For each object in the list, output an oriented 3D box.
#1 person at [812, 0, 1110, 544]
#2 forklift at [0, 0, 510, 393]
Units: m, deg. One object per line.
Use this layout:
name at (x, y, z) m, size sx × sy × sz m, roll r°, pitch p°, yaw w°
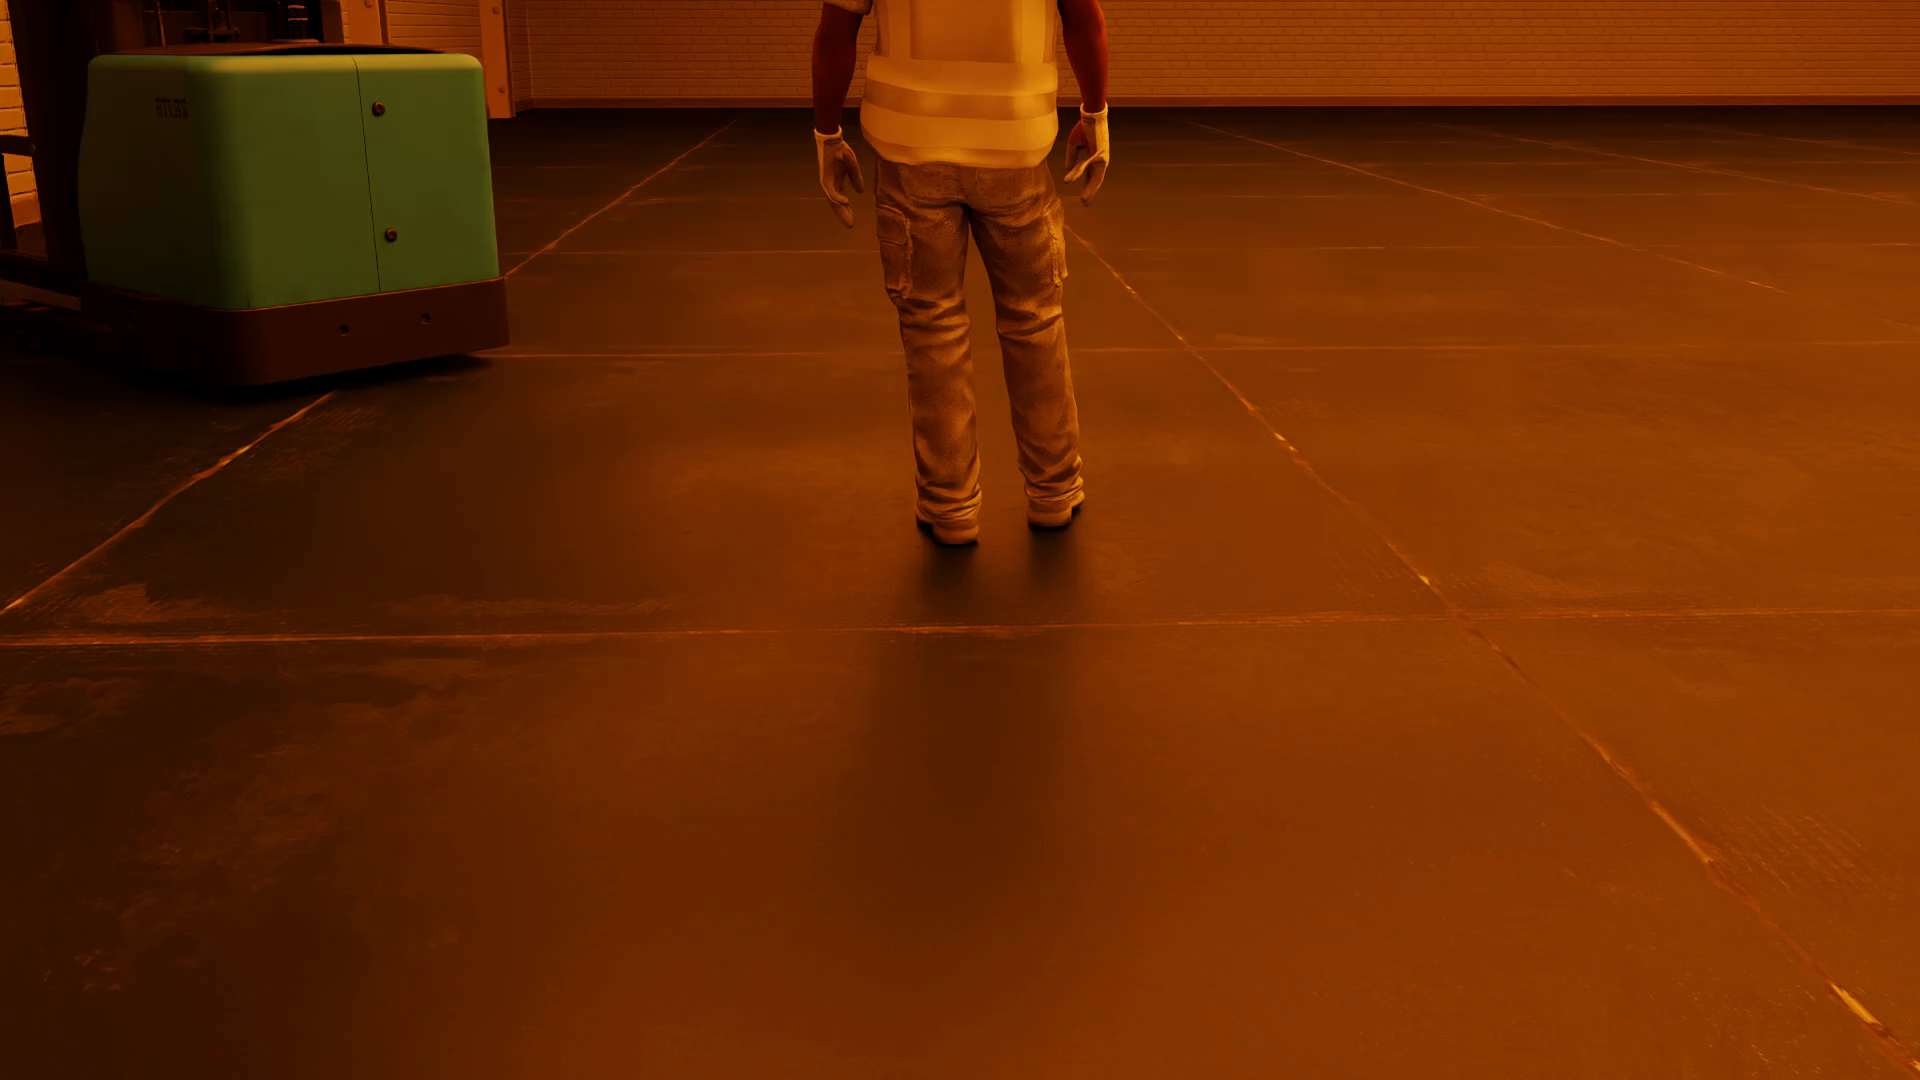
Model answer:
person at (0.005, -0.881, 3.725) m, size 0.657 × 1.785 × 0.575 m, roll -1°, pitch 17°, yaw -3°
forklift at (-3.062, -2.215, 6.147) m, size 3.031 × 2.935 × 1.130 m, roll 14°, pitch 22°, yaw 39°
